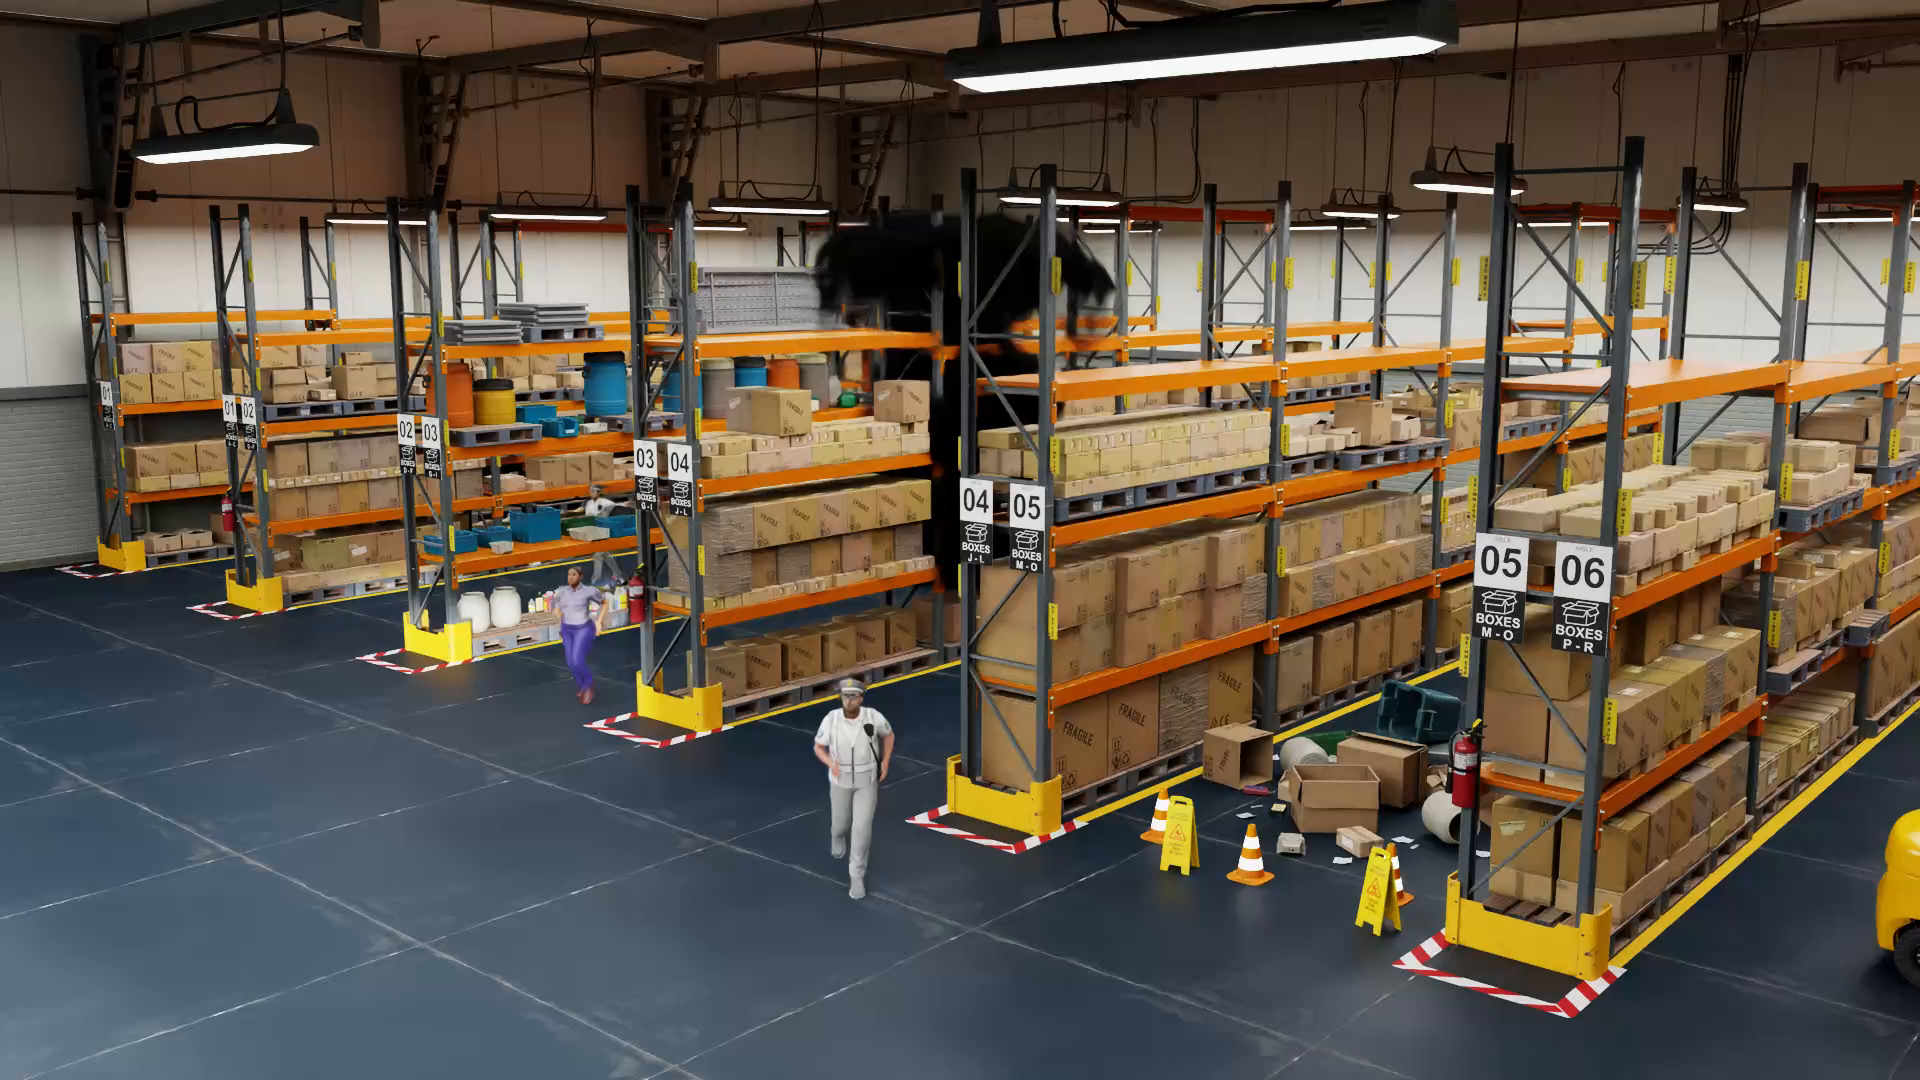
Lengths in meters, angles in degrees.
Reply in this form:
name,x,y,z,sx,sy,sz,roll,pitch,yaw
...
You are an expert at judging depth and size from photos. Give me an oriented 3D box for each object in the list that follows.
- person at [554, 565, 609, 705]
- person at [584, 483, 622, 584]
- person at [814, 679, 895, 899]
name,x,y,z,sx,sy,sz,roll,pitch,yaw
person,-4.516,1.120,19.639,0.579,1.656,0.678,3,10,20
person,-5.737,-0.082,26.631,0.562,1.719,0.857,7,12,37
person,-0.884,2.006,13.967,0.672,1.793,0.918,0,9,-1
